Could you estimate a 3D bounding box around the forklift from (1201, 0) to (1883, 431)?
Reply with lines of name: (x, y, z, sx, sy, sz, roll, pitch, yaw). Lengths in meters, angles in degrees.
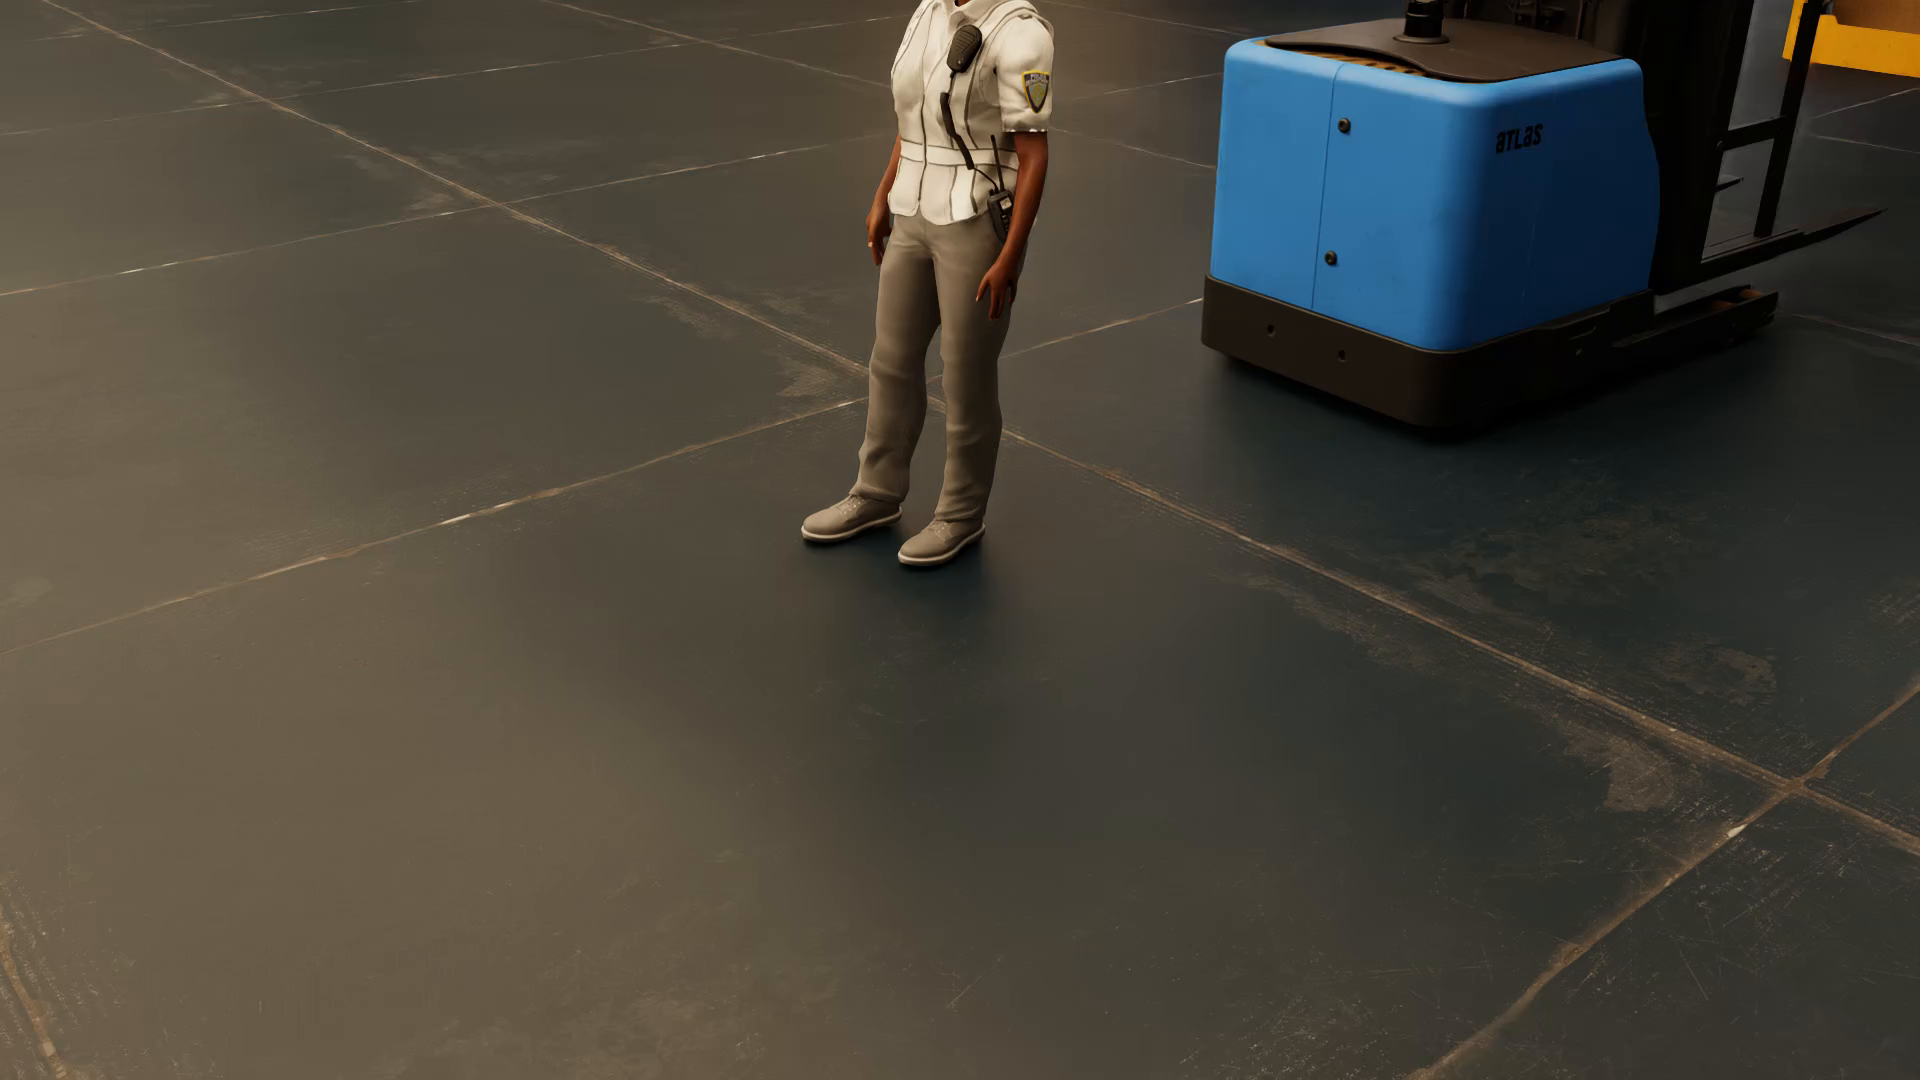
forklift: (2.308, -2.160, 5.558, 3.031, 2.935, 1.130, -19, 32, -33)

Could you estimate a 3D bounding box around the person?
person: (-0.072, -0.752, 4.093, 0.528, 1.695, 0.564, -20, 33, -35)
